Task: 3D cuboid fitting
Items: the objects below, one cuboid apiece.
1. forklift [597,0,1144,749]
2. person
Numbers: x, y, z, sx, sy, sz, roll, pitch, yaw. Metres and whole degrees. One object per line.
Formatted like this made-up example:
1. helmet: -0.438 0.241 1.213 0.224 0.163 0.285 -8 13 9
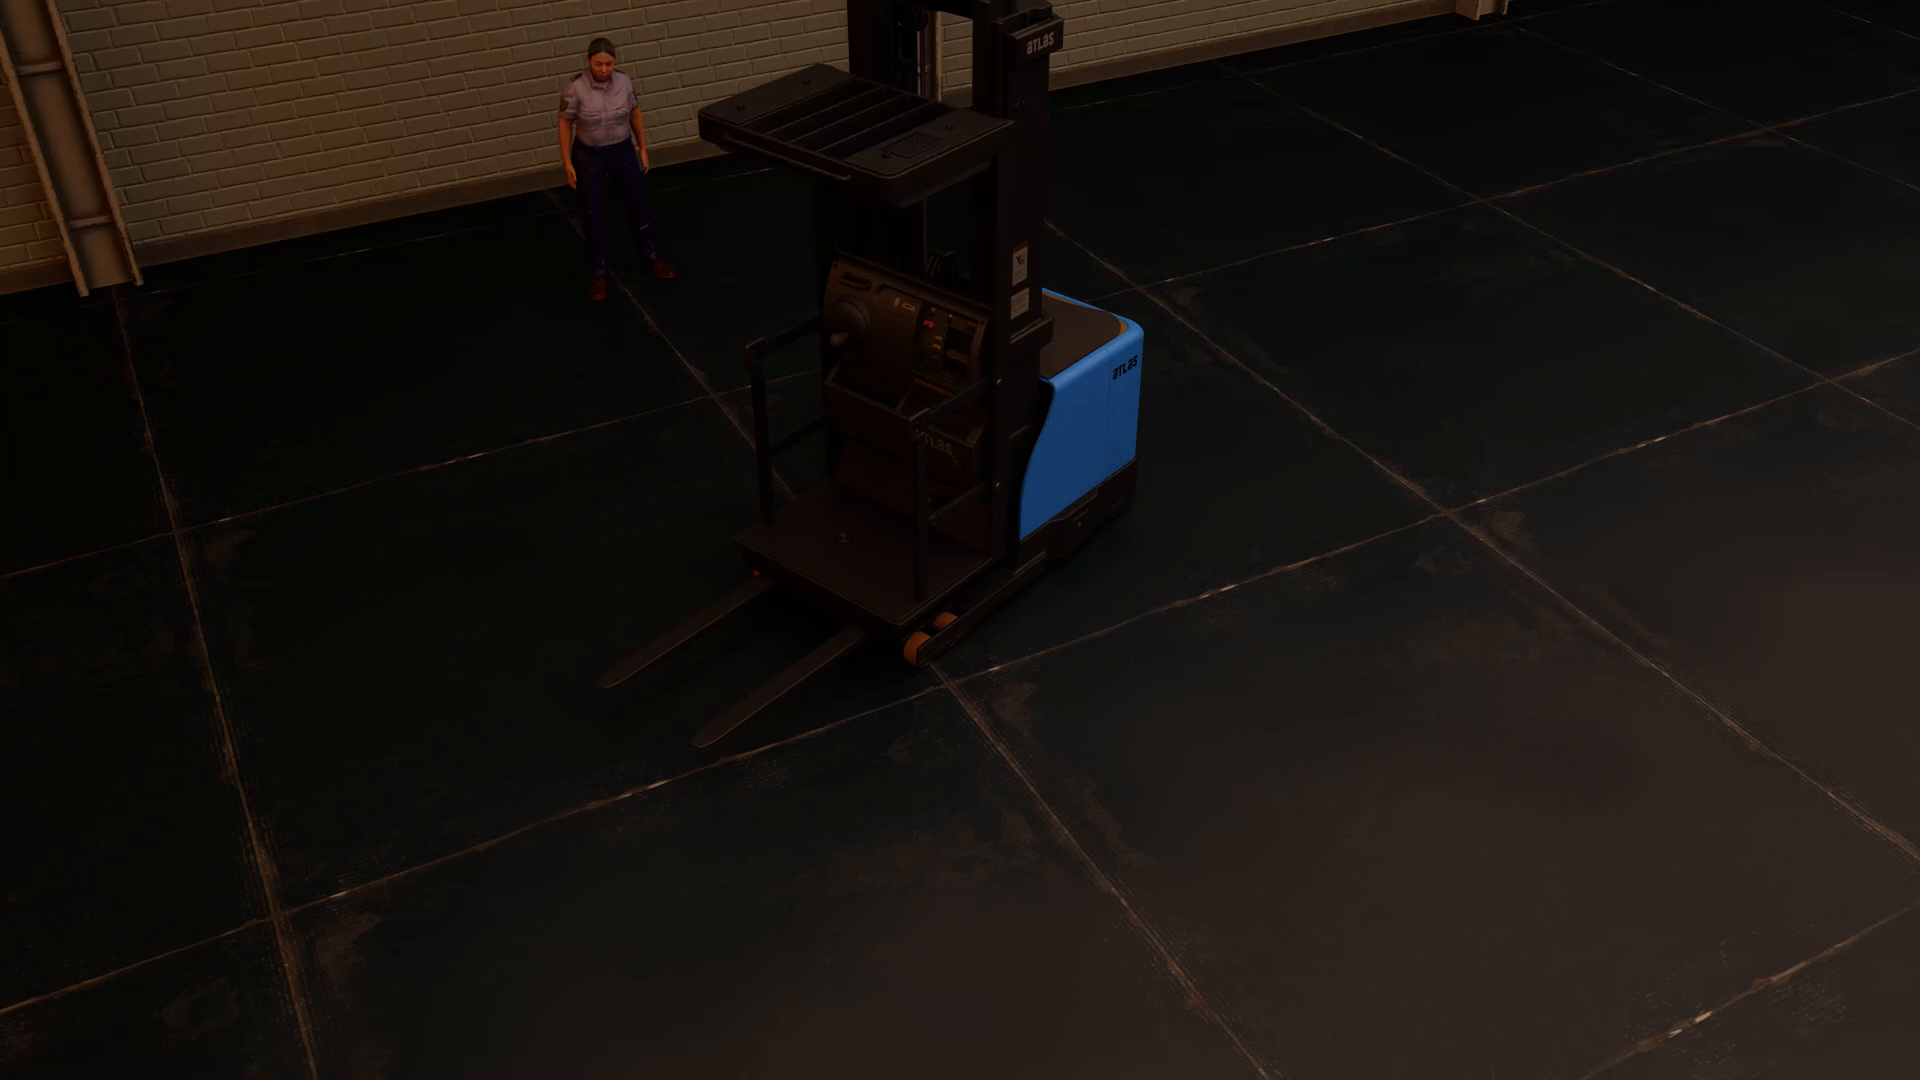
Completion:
1. forklift: -0.390 -0.927 7.434 1.130 2.935 3.031 26 43 31
2. person: -2.233 -2.417 10.657 0.626 1.657 0.430 -19 39 -25
